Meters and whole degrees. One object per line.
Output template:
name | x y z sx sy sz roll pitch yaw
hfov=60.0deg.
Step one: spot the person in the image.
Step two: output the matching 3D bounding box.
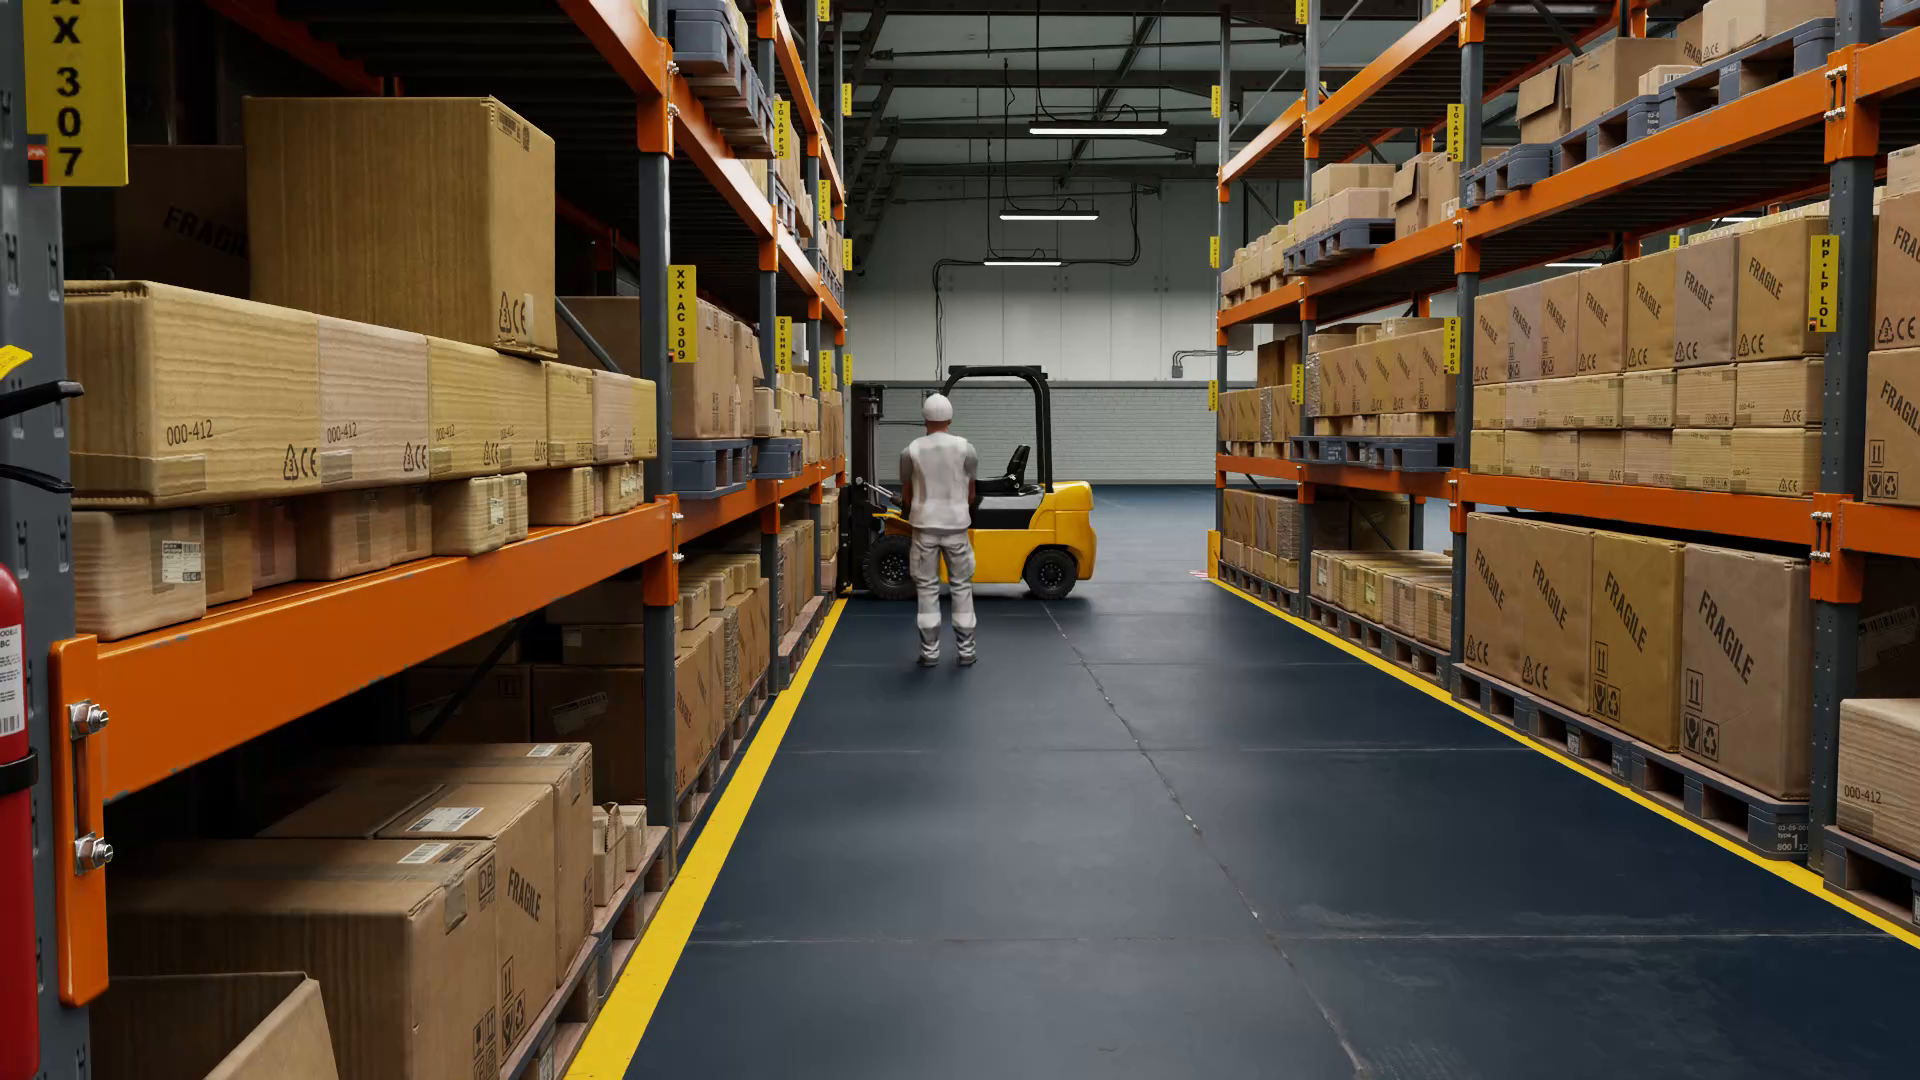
person | -0.135 -0.068 11.002 0.525 1.793 0.542 0 4 -2
